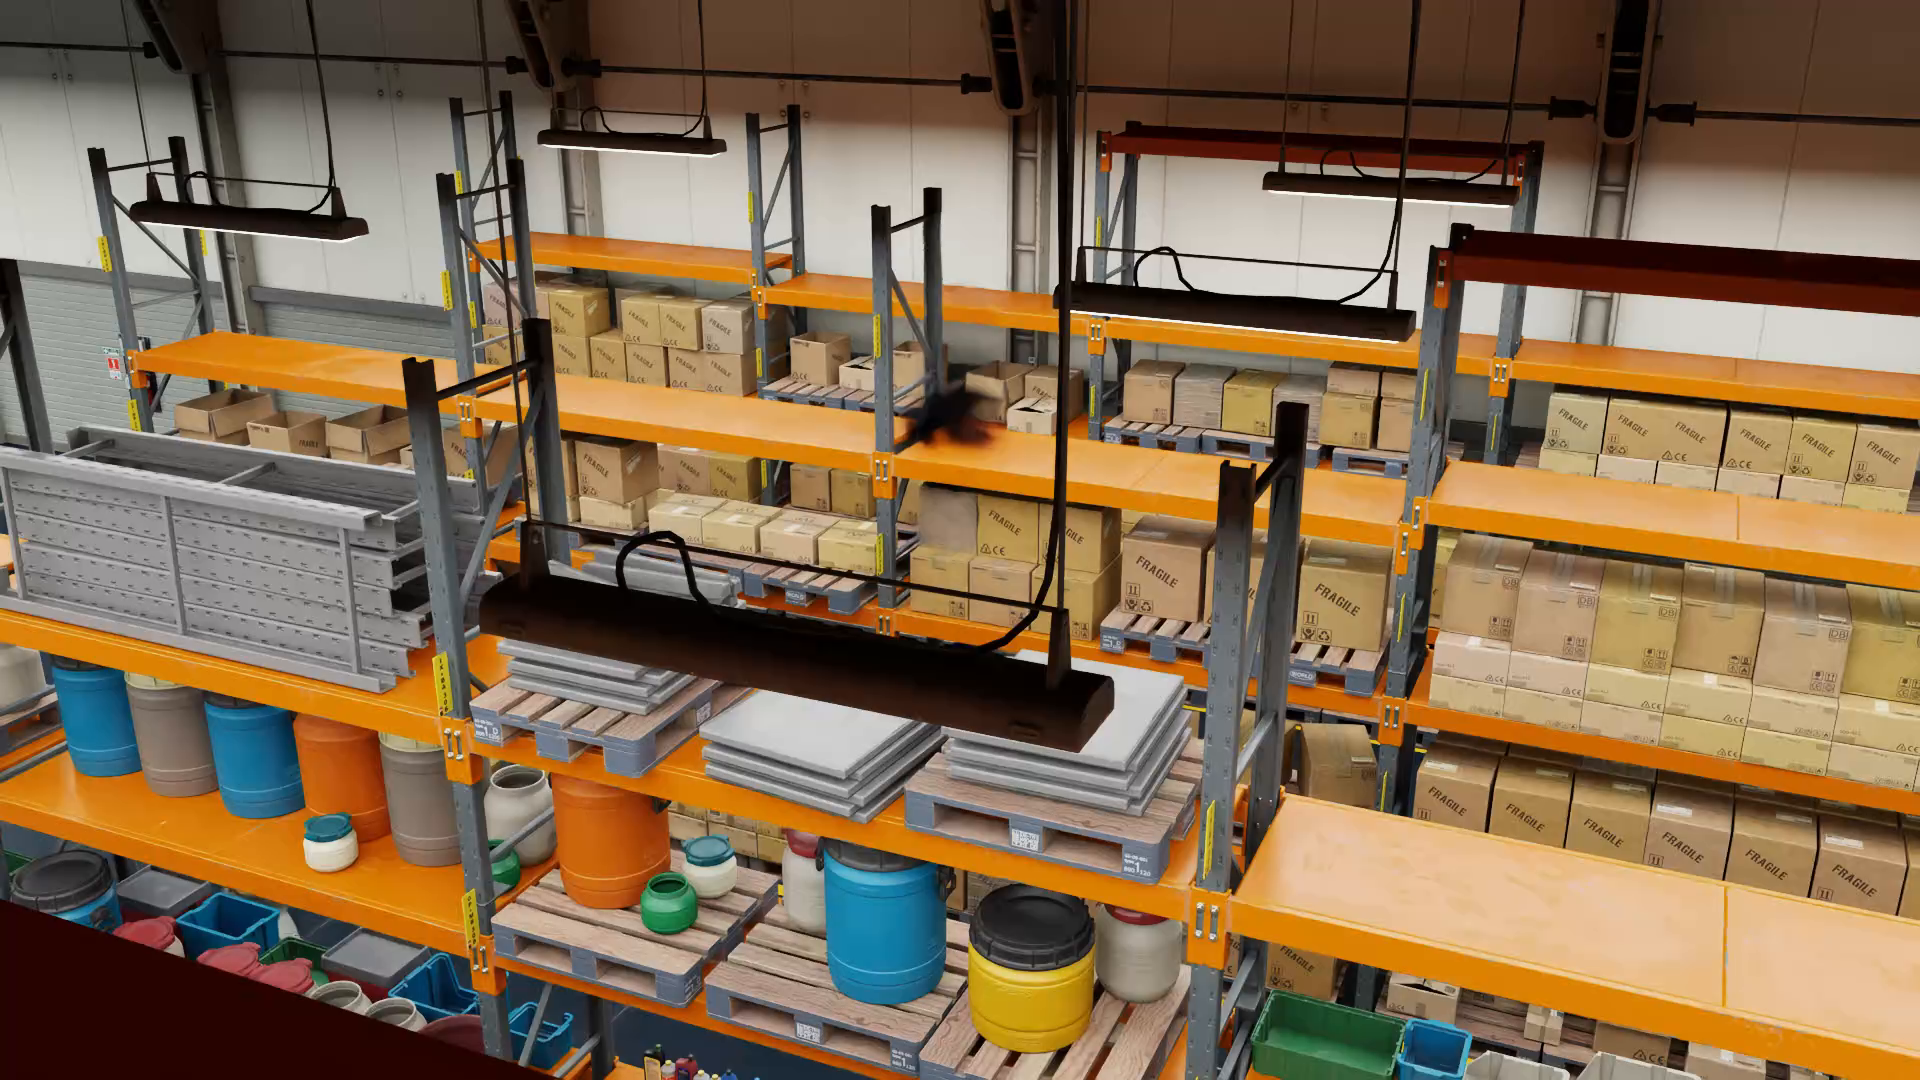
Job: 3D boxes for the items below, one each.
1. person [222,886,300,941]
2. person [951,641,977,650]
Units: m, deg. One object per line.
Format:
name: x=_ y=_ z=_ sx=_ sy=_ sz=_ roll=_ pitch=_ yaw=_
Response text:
person: x=-5.544 y=2.711 z=13.145 sx=0.823 sy=1.698 sz=0.626 roll=11 pitch=23 yaw=27
person: x=0.058 y=1.273 z=16.197 sx=0.888 sy=1.680 sz=0.575 roll=8 pitch=22 yaw=20
